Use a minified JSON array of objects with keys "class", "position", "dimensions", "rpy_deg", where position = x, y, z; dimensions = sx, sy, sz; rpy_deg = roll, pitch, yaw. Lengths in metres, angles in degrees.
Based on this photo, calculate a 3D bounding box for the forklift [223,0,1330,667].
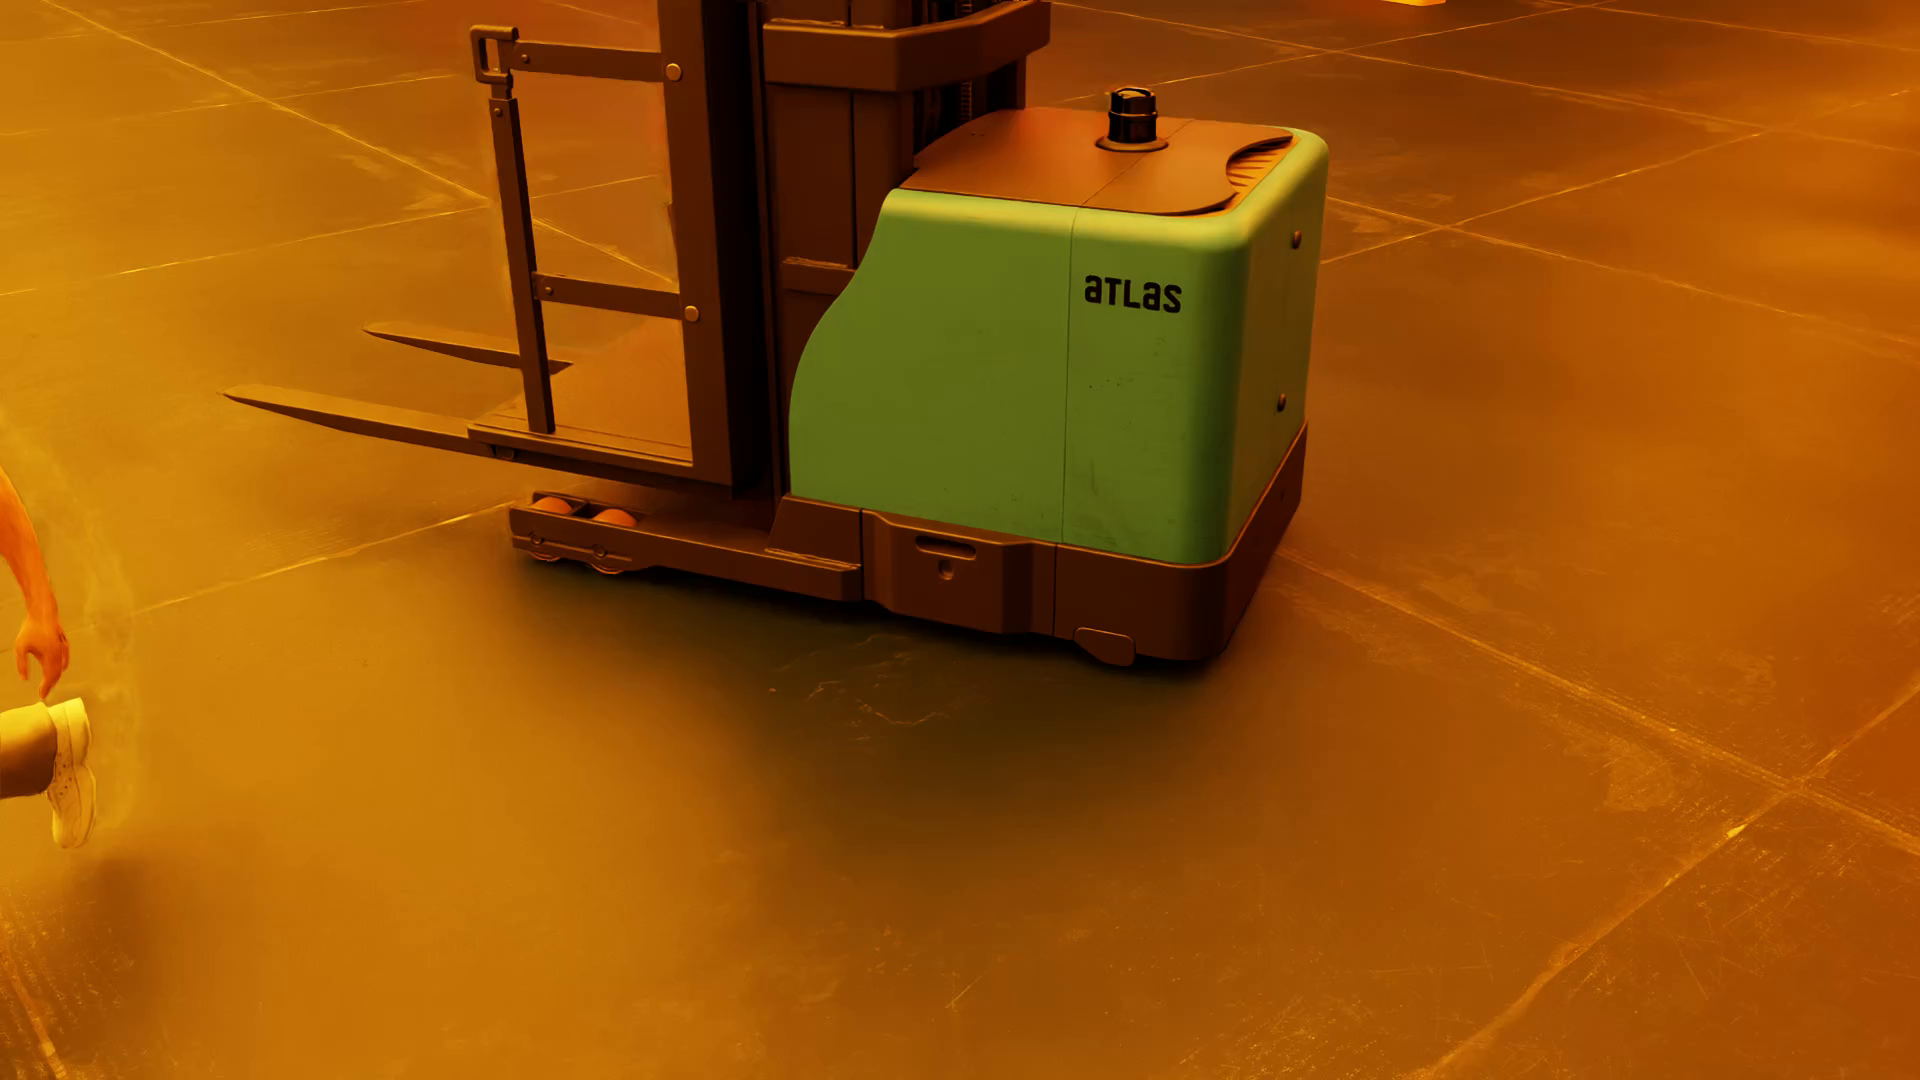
[{"class":"forklift","position":[-0.635,-1.428,4.082],"dimensions":[3.031,2.935,1.130],"rpy_deg":[10,28,20]}]

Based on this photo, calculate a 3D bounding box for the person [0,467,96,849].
[{"class":"person","position":[-1.780,0.116,2.679],"dimensions":[0.569,1.459,0.776],"rpy_deg":[6,27,13]}]
